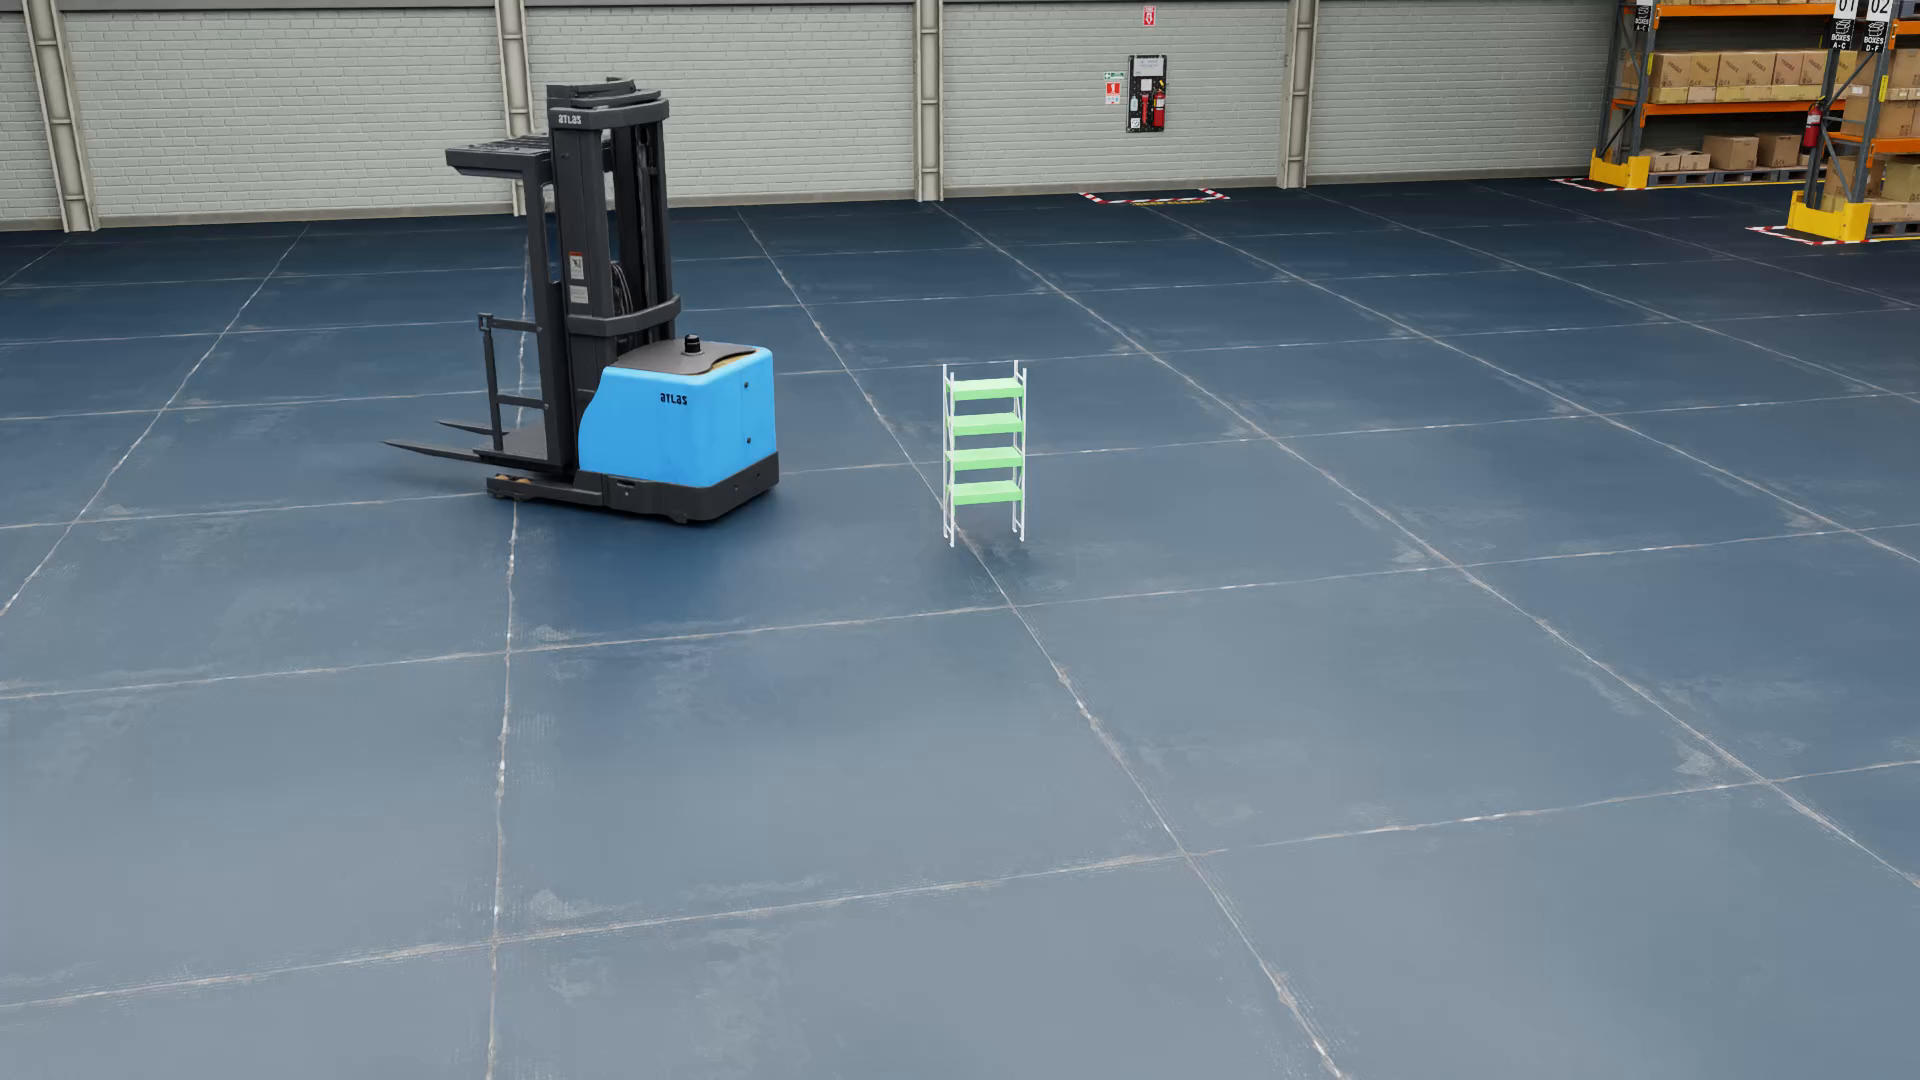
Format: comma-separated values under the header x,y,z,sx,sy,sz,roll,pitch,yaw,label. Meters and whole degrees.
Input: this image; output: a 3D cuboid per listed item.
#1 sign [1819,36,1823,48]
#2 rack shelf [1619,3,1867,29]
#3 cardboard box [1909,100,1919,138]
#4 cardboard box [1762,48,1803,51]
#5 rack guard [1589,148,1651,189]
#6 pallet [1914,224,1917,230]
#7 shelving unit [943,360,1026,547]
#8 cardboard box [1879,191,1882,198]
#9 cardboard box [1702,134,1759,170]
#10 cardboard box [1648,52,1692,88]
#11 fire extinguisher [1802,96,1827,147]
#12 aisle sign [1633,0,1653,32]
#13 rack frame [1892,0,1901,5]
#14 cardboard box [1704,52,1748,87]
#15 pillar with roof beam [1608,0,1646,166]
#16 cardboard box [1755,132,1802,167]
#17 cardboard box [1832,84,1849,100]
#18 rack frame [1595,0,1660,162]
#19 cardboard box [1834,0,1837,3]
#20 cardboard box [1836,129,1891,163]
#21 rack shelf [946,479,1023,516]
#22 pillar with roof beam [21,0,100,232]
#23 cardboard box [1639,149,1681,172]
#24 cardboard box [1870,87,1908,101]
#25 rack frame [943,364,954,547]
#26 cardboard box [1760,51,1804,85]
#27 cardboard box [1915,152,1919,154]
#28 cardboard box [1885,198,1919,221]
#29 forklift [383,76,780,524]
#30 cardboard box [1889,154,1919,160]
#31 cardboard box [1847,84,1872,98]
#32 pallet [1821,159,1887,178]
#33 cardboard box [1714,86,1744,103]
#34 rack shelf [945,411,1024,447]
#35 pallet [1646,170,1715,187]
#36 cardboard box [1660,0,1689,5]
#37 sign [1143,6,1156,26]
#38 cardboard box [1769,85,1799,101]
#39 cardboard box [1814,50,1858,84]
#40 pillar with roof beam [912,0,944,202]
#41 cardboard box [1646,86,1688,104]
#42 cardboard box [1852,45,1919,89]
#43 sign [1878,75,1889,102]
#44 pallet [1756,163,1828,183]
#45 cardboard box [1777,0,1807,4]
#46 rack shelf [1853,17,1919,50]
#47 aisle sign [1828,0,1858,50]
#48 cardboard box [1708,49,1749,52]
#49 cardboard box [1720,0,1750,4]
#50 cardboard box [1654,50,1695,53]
x,y,z,sx,sy,sz,roll,pitch,yaw,label
14.476,-8.305,27.942,0.005,0.325,0.100,-5,21,-12,sign
12.661,-8.488,26.811,4.000,0.370,1.077,-5,21,-12,rack shelf
12.826,-5.724,22.435,0.500,0.500,0.700,-4,21,-11,cardboard box
13.598,-7.860,27.510,0.500,0.500,0.500,-5,21,-13,cardboard box
10.789,-6.092,27.217,0.348,0.500,1.175,-5,21,-12,rack guard
13.778,-4.462,23.189,1.213,0.211,1.003,-5,21,-12,pallet
0.161,-0.576,11.144,0.503,1.200,0.258,-5,21,-12,shelving unit
12.796,-4.693,23.151,0.500,0.250,0.500,-5,21,-12,cardboard box
12.689,-6.403,27.428,0.500,0.500,0.700,-6,21,-16,cardboard box
11.249,-7.488,26.493,0.500,0.500,0.500,-5,21,-12,cardboard box
11.637,-5.711,22.657,0.183,0.674,0.296,-5,21,-12,fire extinguisher
10.714,-8.374,26.034,0.004,0.787,0.394,-5,21,-12,aisle sign
11.858,-8.418,21.213,0.127,3.000,1.000,-5,21,-12,rack frame
12.236,-7.562,26.696,0.500,0.500,0.500,-5,21,-14,cardboard box
12.188,-8.980,22.747,0.400,9.000,9.100,-5,21,-12,pillar with roof beam
13.607,-6.513,27.729,0.500,0.500,0.500,-6,21,-17,cardboard box
14.216,-7.376,27.278,0.500,0.250,0.500,-5,21,-12,cardboard box
10.715,-7.259,26.771,0.127,3.000,1.000,-5,21,-12,rack frame
14.171,-8.918,26.763,0.500,0.500,0.500,-4,21,-11,cardboard box
15.320,-6.673,28.164,0.500,0.500,0.700,-4,20,-11,cardboard box
0.161,-0.291,11.249,0.480,0.148,0.258,-5,21,-12,rack shelf
-11.168,-7.081,17.561,0.400,9.000,9.100,-5,21,-12,pillar with roof beam
11.409,-6.228,27.225,0.500,0.311,0.500,-7,21,-19,cardboard box
12.290,-5.912,22.004,0.250,0.149,0.380,-5,21,-13,cardboard box
-0.076,-0.557,11.091,0.015,1.200,0.240,-5,21,-12,rack frame
13.242,-7.648,26.932,0.500,0.500,0.500,-5,21,-14,cardboard box
16.317,-6.757,28.395,0.500,0.500,0.700,-4,21,-12,cardboard box
12.917,-4.516,22.670,0.500,0.250,0.500,-5,21,-12,cardboard box
-2.895,-1.808,11.988,3.031,2.935,1.130,9,22,23,forklift
13.282,-5.086,23.134,0.500,0.500,0.500,-5,21,-12,cardboard box
12.186,-6.047,22.373,0.250,0.149,0.380,-5,21,-13,cardboard box
15.365,-6.329,28.284,1.213,0.211,1.003,-5,21,-12,pallet
12.262,-7.215,26.838,0.500,0.250,0.500,-5,21,-13,cardboard box
0.161,-0.742,11.083,0.480,0.148,0.258,-5,21,-12,rack shelf
11.588,-6.008,27.410,1.213,0.211,1.003,-5,21,-12,pallet
11.098,-8.667,26.078,0.500,0.500,0.500,-4,21,-11,cardboard box
2.914,-8.068,25.608,0.199,0.298,0.001,-5,21,-12,sign
13.244,-7.294,27.055,0.500,0.250,0.500,-5,21,-13,cardboard box
14.219,-7.726,27.144,0.500,0.500,0.500,-5,21,-13,cardboard box
0.510,-8.030,20.154,0.400,9.000,9.100,-5,21,-12,pillar with roof beam
11.263,-7.131,26.609,0.500,0.250,0.500,-5,21,-14,cardboard box
12.367,-6.294,22.105,0.500,0.500,0.700,-5,21,-12,cardboard box
11.980,-5.859,21.574,0.005,0.325,0.100,-5,21,-12,sign
13.962,-6.202,27.937,1.213,0.211,1.003,-5,21,-12,pallet
13.147,-8.826,26.512,0.500,0.500,0.500,-5,21,-15,cardboard box
13.805,-6.830,22.285,4.000,0.370,1.077,-5,21,-12,rack shelf
11.727,-6.915,22.052,0.004,0.787,0.394,-5,21,-12,aisle sign
12.609,-7.778,27.285,0.500,0.500,0.500,-4,21,-12,cardboard box
12.133,-8.740,26.277,0.500,0.500,0.500,-4,20,-10,cardboard box
11.617,-7.695,27.060,0.500,0.500,0.500,-4,21,-12,cardboard box
